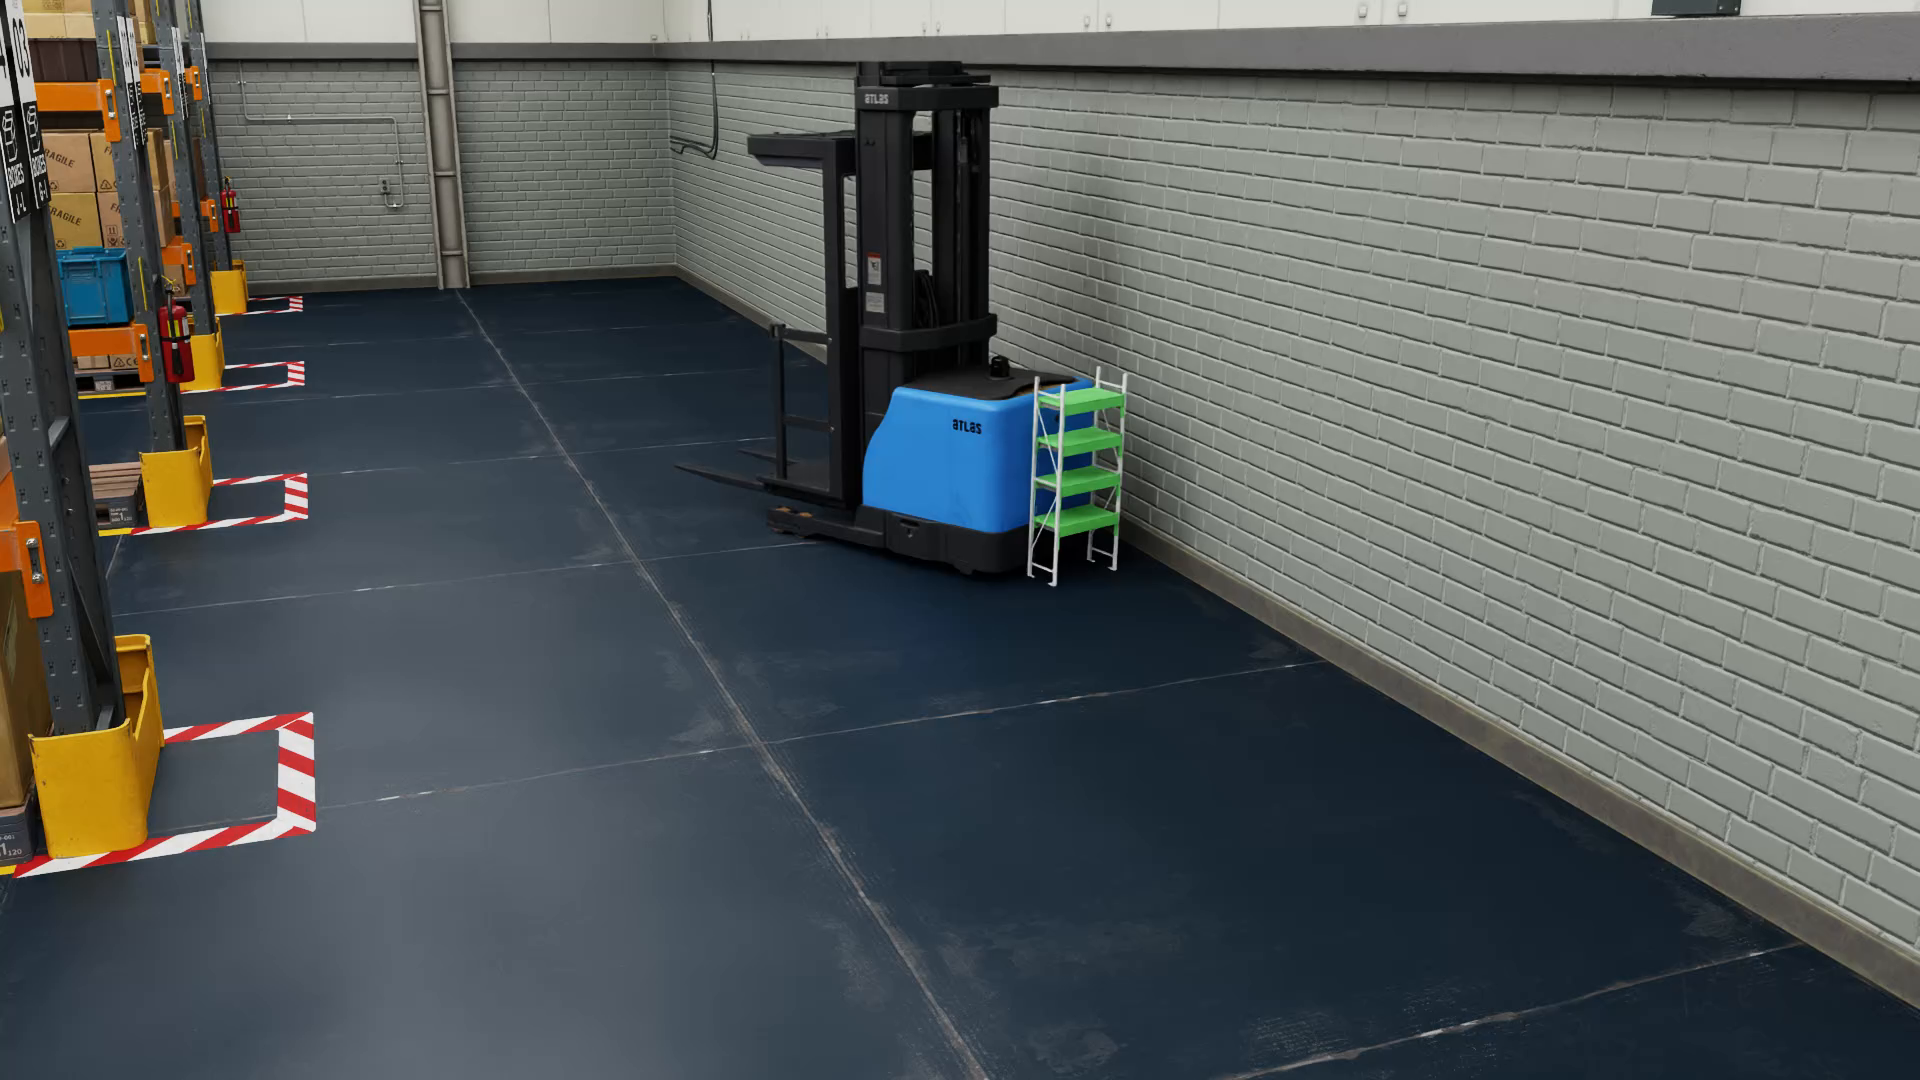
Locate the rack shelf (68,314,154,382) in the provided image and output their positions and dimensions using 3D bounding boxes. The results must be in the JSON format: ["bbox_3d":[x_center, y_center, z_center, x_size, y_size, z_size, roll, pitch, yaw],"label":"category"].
[{"bbox_3d":[-7.222,-1.128,10.394,4.000,0.370,1.077,-6,17,-20],"label":"rack shelf"}]

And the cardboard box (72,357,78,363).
[{"bbox_3d":[-8.199,-1.840,15.640,0.500,0.250,0.500,-6,17,-20],"label":"cardboard box"}]

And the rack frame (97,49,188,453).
[{"bbox_3d":[-5.354,-1.675,10.979,0.127,3.000,1.000,-6,17,-20],"label":"rack frame"}]

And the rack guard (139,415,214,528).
[{"bbox_3d":[-5.336,-0.482,11.351,0.348,0.500,1.175,-6,17,-20],"label":"rack guard"}]

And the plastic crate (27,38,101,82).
[{"bbox_3d":[-5.813,-3.086,10.692,0.590,0.269,0.497,-6,17,-20],"label":"plastic crate"}]

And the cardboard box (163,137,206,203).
[{"bbox_3d":[-9.372,-4.372,19.629,0.700,0.700,0.980,-5,17,-18],"label":"cardboard box"}]

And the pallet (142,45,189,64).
[{"bbox_3d":[-9.588,-5.601,19.181,1.213,0.211,1.003,-6,17,-20],"label":"pallet"}]

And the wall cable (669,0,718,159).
[{"bbox_3d":[-3.490,-6.147,21.069,0.112,2.526,3.097,-6,17,-20],"label":"wall cable"}]

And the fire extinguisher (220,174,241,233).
[{"bbox_3d":[-8.593,-3.960,19.557,0.183,0.674,0.296,-6,17,-20],"label":"fire extinguisher"}]

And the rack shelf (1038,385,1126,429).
[{"bbox_3d":[0.693,-0.769,9.594,0.480,0.148,0.258,-13,23,-38],"label":"rack shelf"}]

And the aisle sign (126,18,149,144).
[{"bbox_3d":[-5.393,-3.008,10.904,0.004,0.787,0.394,-6,17,-20],"label":"aisle sign"}]

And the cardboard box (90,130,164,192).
[{"bbox_3d":[-7.440,-3.389,14.864,0.500,0.500,0.500,-6,18,-21],"label":"cardboard box"}]

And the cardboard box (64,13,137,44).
[{"bbox_3d":[-7.512,-4.467,14.542,0.500,0.250,0.500,-6,17,-20],"label":"cardboard box"}]

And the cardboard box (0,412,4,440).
[{"bbox_3d":[-4.127,-0.465,6.598,0.500,0.250,0.500,-7,18,-22],"label":"cardboard box"}]

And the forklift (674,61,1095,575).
[{"bbox_3d":[-0.621,-1.518,10.565,3.031,2.935,1.130,13,21,38],"label":"forklift"}]

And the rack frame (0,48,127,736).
[{"bbox_3d":[-3.582,-0.372,6.542,0.127,3.000,1.000,-6,17,-20],"label":"rack frame"}]

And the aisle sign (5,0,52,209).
[{"bbox_3d":[-3.622,-1.706,6.469,0.004,0.787,0.394,-6,17,-20],"label":"aisle sign"}]

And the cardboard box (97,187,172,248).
[{"bbox_3d":[-7.444,-2.910,15.007,0.500,0.500,0.500,-6,17,-18],"label":"cardboard box"}]

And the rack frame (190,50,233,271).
[{"bbox_3d":[-8.899,-4.282,19.855,0.127,3.000,1.000,-6,17,-20],"label":"rack frame"}]

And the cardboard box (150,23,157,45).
[{"bbox_3d":[-9.669,-5.889,19.350,0.500,0.250,0.500,-5,17,-17],"label":"cardboard box"}]

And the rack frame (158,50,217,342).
[{"bbox_3d":[-7.123,-2.979,15.418,0.127,3.000,1.000,-6,17,-20],"label":"rack frame"}]

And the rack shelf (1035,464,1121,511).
[{"bbox_3d":[0.682,-0.313,9.742,0.480,0.148,0.258,-13,23,-38],"label":"rack shelf"}]

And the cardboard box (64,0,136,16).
[{"bbox_3d":[-7.597,-4.890,14.650,0.500,0.500,0.700,-6,17,-20],"label":"cardboard box"}]

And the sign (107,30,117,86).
[{"bbox_3d":[-5.142,-2.921,10.084,0.005,0.325,0.100,-6,17,-20],"label":"sign"}]

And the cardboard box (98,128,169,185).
[{"bbox_3d":[-7.632,-3.531,15.347,0.500,0.500,0.500,-6,17,-18],"label":"cardboard box"}]

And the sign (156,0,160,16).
[{"bbox_3d":[-6.943,-4.695,14.367,0.005,0.325,0.100,-6,17,-20],"label":"sign"}]

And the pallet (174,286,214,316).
[{"bbox_3d":[-9.618,-2.843,19.904,1.213,0.211,1.003,-6,17,-20],"label":"pallet"}]

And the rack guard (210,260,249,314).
[{"bbox_3d":[-8.877,-3.085,20.216,0.348,0.500,1.175,-6,17,-20],"label":"rack guard"}]

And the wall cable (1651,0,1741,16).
[{"bbox_3d":[2.931,-4.457,4.096,0.120,5.999,2.277,-6,17,-20],"label":"wall cable"}]

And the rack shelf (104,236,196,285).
[{"bbox_3d":[-8.991,-2.432,14.833,4.000,0.370,1.077,-6,17,-20],"label":"rack shelf"}]

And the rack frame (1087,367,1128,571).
[{"bbox_3d":[0.872,-0.417,9.872,0.015,1.200,0.240,-13,23,-38],"label":"rack frame"}]

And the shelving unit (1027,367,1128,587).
[{"bbox_3d":[0.683,-0.373,9.723,0.503,1.200,0.258,-13,23,-38],"label":"shelving unit"}]

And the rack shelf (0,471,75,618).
[{"bbox_3d":[-5.449,0.175,5.956,4.000,0.370,1.077,-6,17,-20],"label":"rack shelf"}]

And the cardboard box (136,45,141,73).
[{"bbox_3d":[-7.509,-4.225,14.604,0.500,0.250,0.500,-6,17,-20],"label":"cardboard box"}]

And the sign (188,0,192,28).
[{"bbox_3d":[-8.718,-5.964,18.828,0.005,0.325,0.100,-6,17,-20],"label":"sign"}]

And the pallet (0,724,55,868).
[{"bbox_3d":[-4.301,1.067,6.590,1.213,0.211,1.003,-6,17,-20],"label":"pallet"}]

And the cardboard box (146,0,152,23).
[{"bbox_3d":[-9.667,-6.248,19.241,0.500,0.500,0.500,-7,18,-22],"label":"cardboard box"}]

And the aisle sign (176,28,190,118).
[{"bbox_3d":[-7.165,-4.310,15.339,0.004,0.787,0.394,-6,17,-20],"label":"aisle sign"}]

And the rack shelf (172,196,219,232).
[{"bbox_3d":[-10.767,-3.735,19.270,4.000,0.370,1.077,-6,17,-20],"label":"rack shelf"}]

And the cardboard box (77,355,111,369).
[{"bbox_3d":[-7.953,-1.694,15.290,0.250,0.166,0.380,-6,17,-20],"label":"cardboard box"}]
